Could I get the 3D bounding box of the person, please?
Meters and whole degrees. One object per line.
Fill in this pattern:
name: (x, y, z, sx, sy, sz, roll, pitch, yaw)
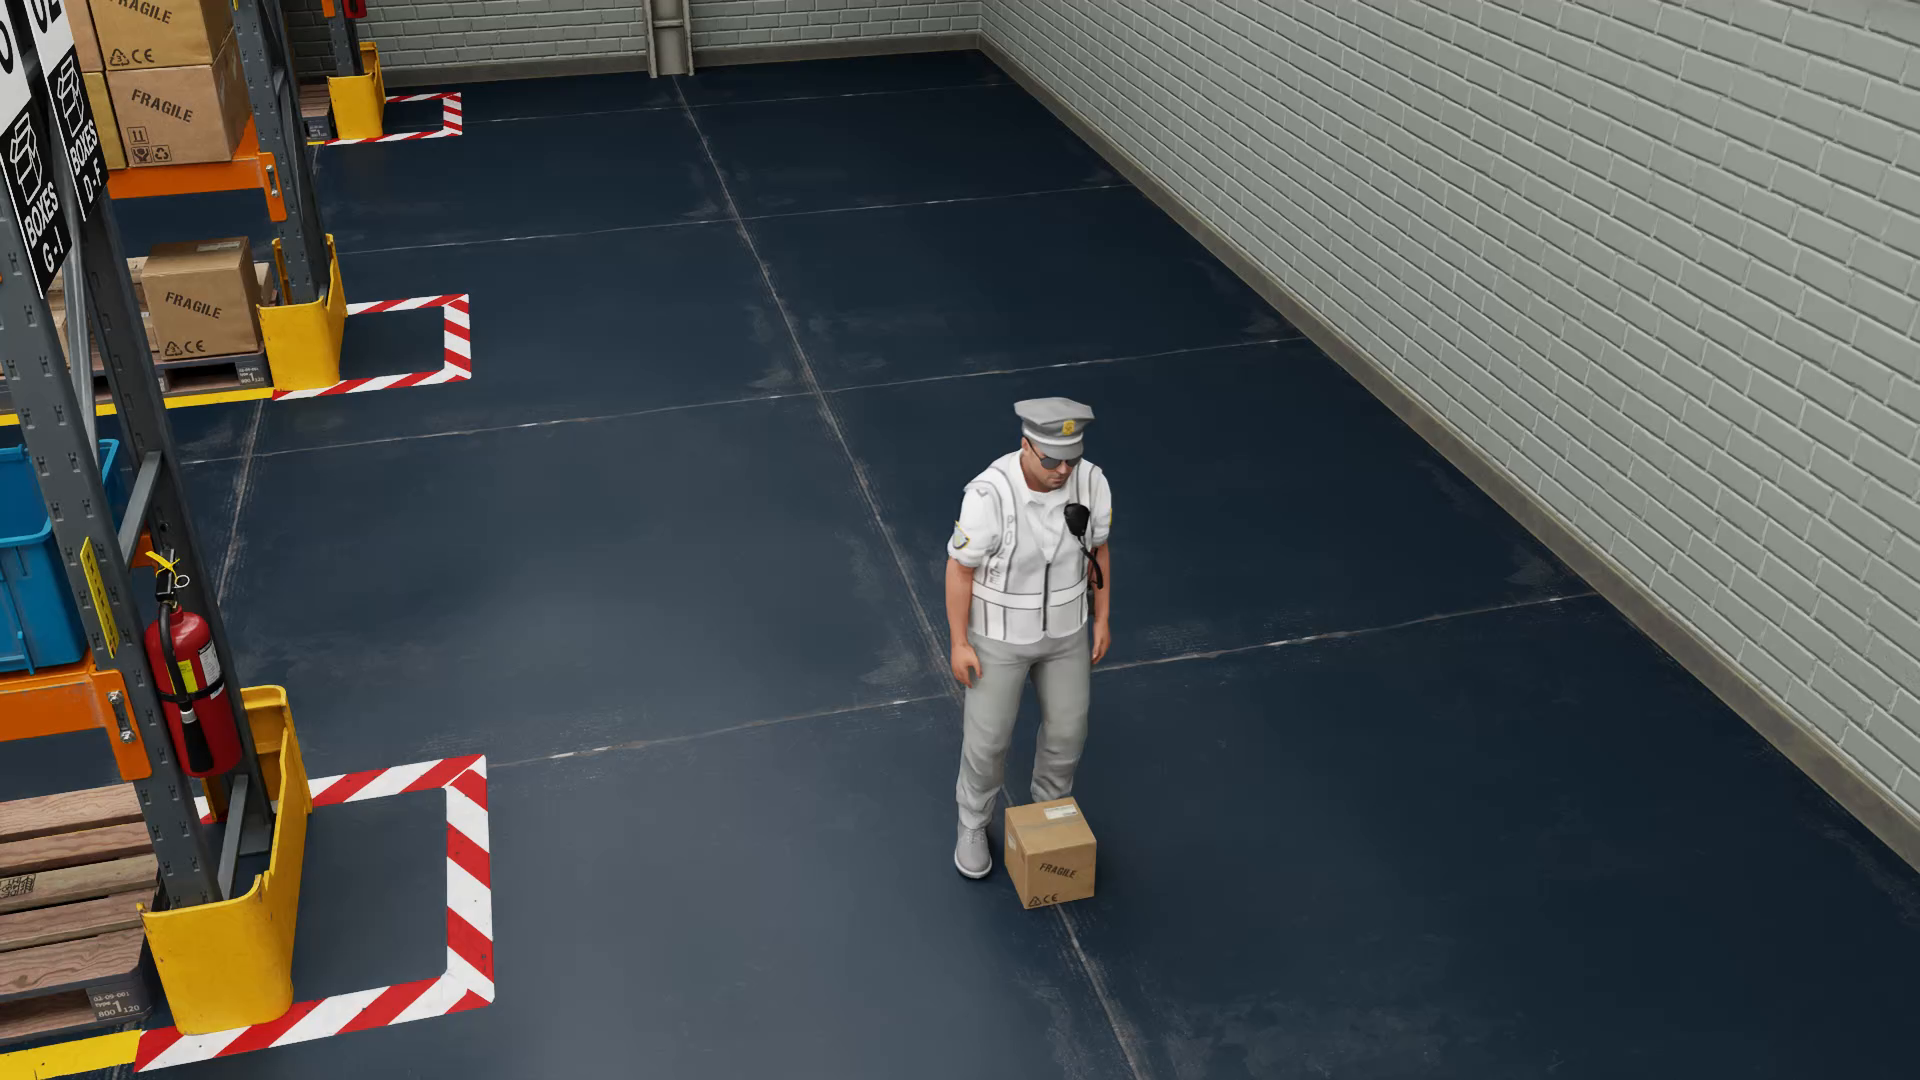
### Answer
person: (0.232, 0.300, 5.604, 0.596, 1.747, 0.445, -10, 31, -16)
